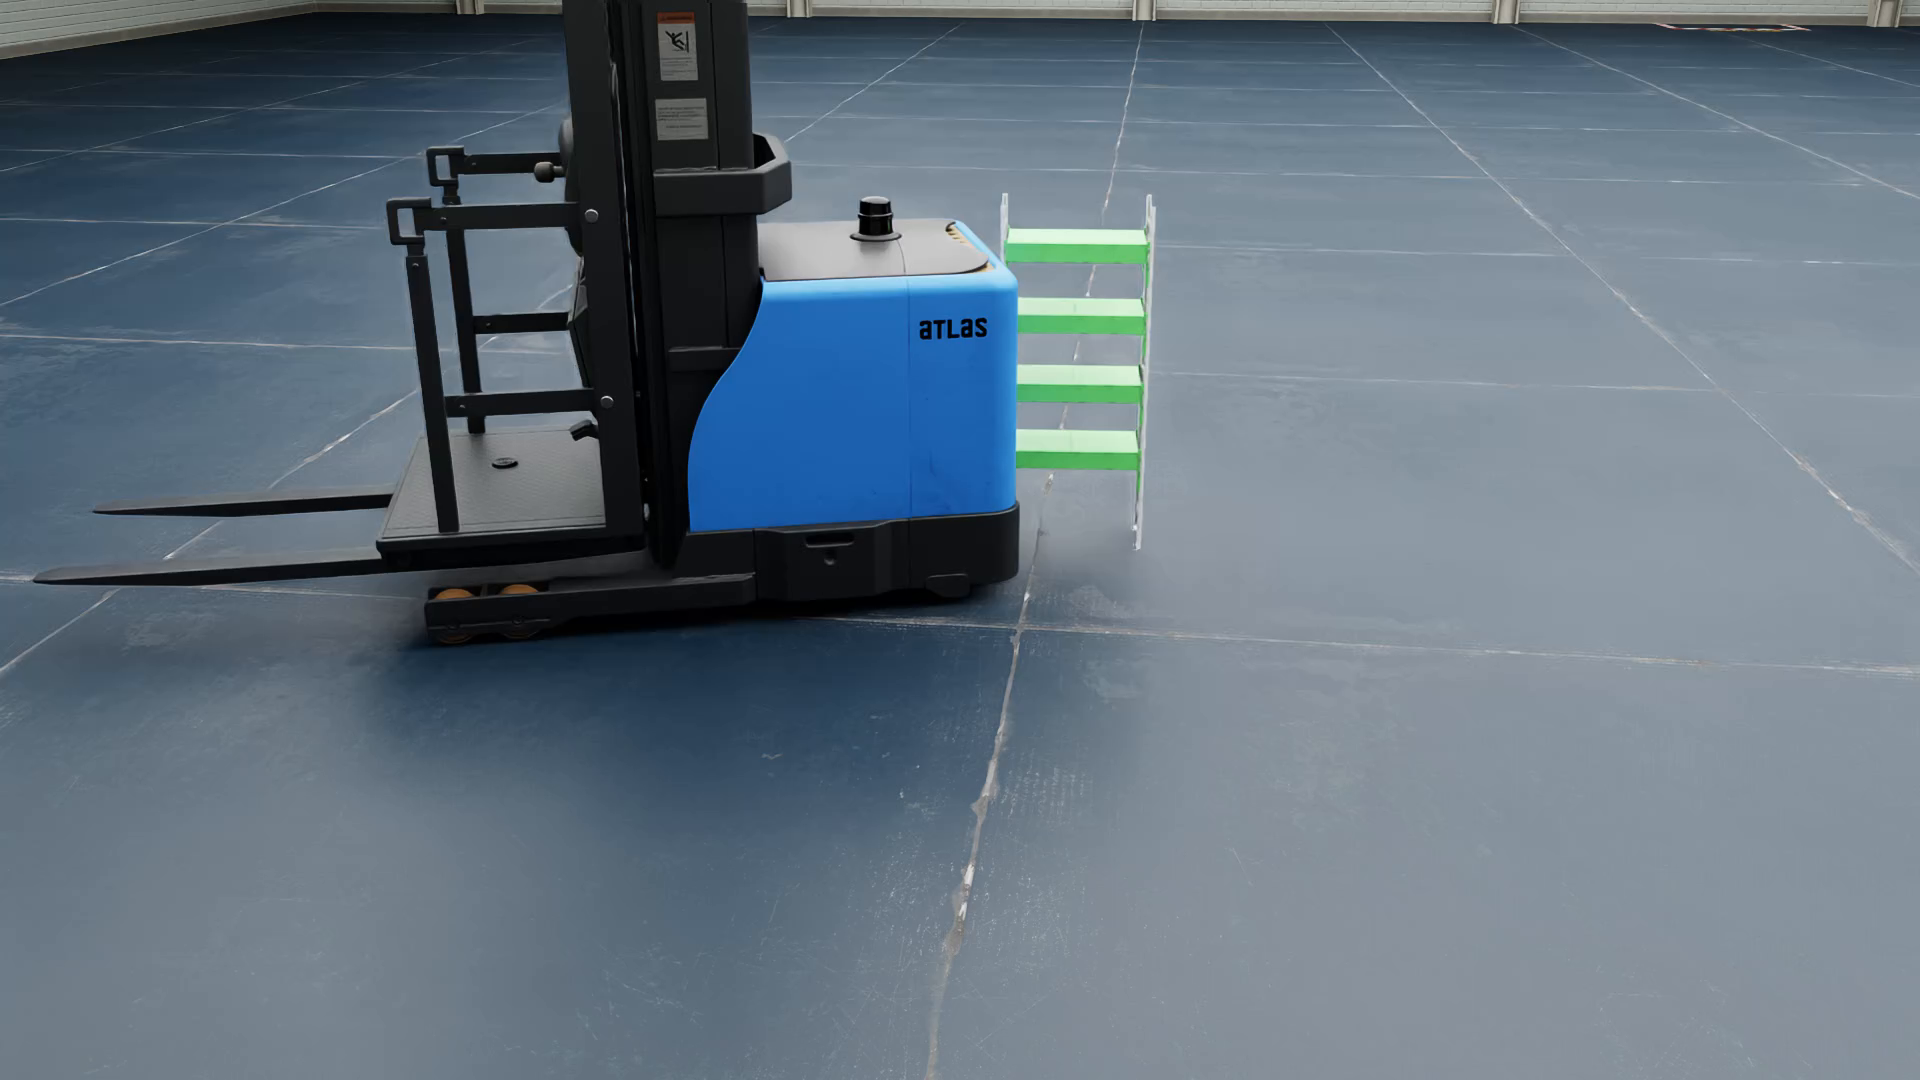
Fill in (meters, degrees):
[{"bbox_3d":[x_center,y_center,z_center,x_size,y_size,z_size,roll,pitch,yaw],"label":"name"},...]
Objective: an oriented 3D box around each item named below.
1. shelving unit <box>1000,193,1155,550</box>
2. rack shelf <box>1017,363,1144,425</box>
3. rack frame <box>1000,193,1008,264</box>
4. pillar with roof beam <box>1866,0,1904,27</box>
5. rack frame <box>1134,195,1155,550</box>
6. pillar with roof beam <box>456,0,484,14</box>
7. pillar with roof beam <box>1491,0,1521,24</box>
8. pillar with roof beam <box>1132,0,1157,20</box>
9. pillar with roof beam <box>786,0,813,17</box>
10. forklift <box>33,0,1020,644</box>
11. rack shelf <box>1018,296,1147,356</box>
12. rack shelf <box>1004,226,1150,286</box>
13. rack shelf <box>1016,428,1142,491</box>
[{"bbox_3d":[0.391,-0.572,5.756,0.503,1.200,0.258,1,22,3],"label":"shelving unit"},{"bbox_3d":[0.391,-0.513,5.779,0.480,0.148,0.258,1,22,3],"label":"rack shelf"},{"bbox_3d":[0.148,-0.577,5.768,0.015,1.200,0.240,1,22,3],"label":"rack frame"},{"bbox_3d":[14.564,-11.011,21.553,0.400,9.000,9.100,2,22,6],"label":"pillar with roof beam"},{"bbox_3d":[0.635,-0.568,5.743,0.015,1.200,0.240,1,22,3],"label":"rack frame"},{"bbox_3d":[-9.269,-12.050,24.179,0.400,9.000,9.100,2,22,6],"label":"pillar with roof beam"},{"bbox_3d":[8.606,-11.271,22.209,0.400,9.000,9.100,2,22,6],"label":"pillar with roof beam"},{"bbox_3d":[2.648,-11.531,22.866,0.400,9.000,9.100,2,22,6],"label":"pillar with roof beam"},{"bbox_3d":[-3.311,-11.790,23.523,0.400,9.000,9.100,2,22,6],"label":"pillar with roof beam"},{"bbox_3d":[-1.374,-1.253,5.122,3.031,2.935,1.130,-4,22,-10],"label":"forklift"},{"bbox_3d":[0.391,-0.736,5.691,0.480,0.148,0.258,1,22,3],"label":"rack shelf"},{"bbox_3d":[0.391,-0.959,5.603,0.480,0.148,0.258,1,22,3],"label":"rack shelf"},{"bbox_3d":[0.391,-0.290,5.867,0.480,0.148,0.258,1,22,3],"label":"rack shelf"}]
